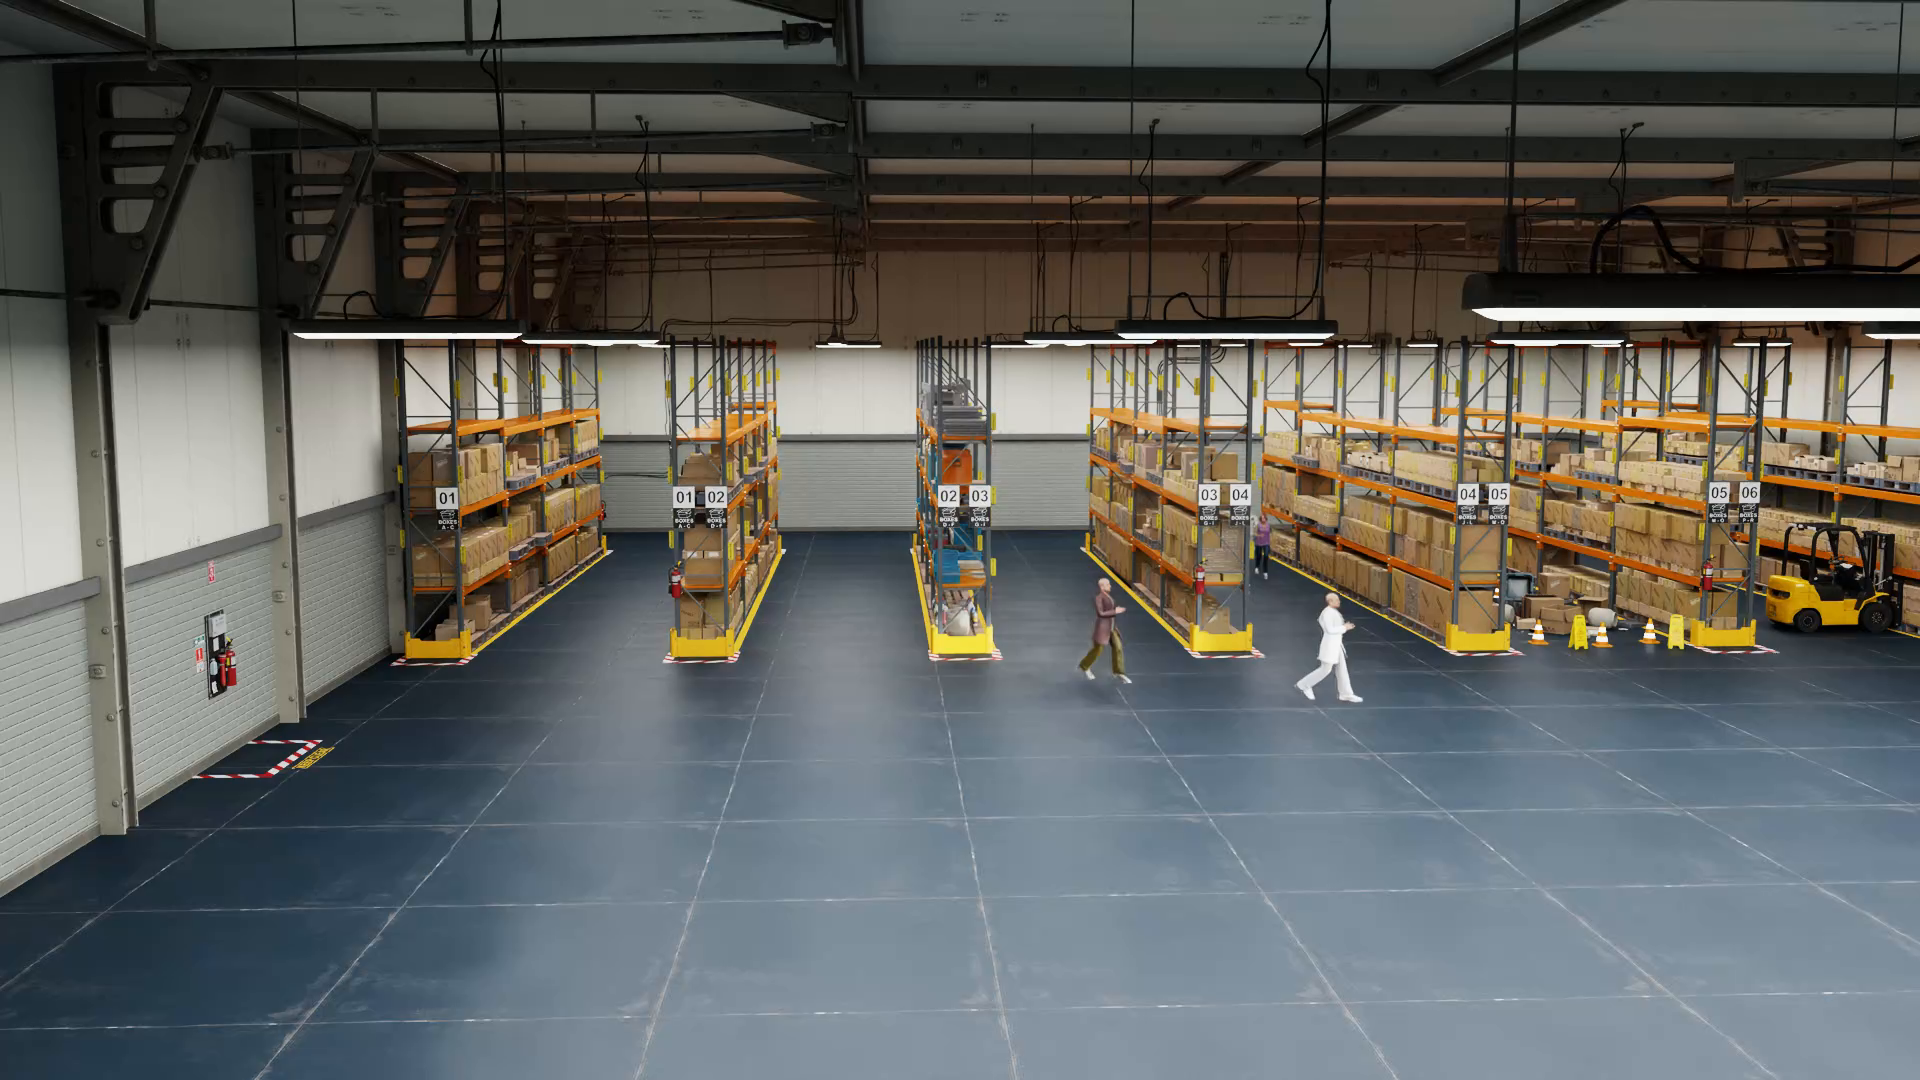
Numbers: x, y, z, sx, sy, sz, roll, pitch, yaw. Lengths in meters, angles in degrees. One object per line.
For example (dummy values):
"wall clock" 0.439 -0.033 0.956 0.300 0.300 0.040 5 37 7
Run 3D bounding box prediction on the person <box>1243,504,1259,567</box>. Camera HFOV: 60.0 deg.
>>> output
"person" 7.647 -0.117 44.086 0.610 1.687 0.710 -1 7 -4

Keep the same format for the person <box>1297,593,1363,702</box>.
"person" 6.022 1.734 26.984 1.055 1.758 0.711 3 7 25

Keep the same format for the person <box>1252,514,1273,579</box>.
"person" 7.655 0.136 42.046 0.555 1.600 0.864 0 6 0

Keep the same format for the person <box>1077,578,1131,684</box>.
"person" 2.492 1.561 28.741 0.975 1.815 0.687 4 8 31
